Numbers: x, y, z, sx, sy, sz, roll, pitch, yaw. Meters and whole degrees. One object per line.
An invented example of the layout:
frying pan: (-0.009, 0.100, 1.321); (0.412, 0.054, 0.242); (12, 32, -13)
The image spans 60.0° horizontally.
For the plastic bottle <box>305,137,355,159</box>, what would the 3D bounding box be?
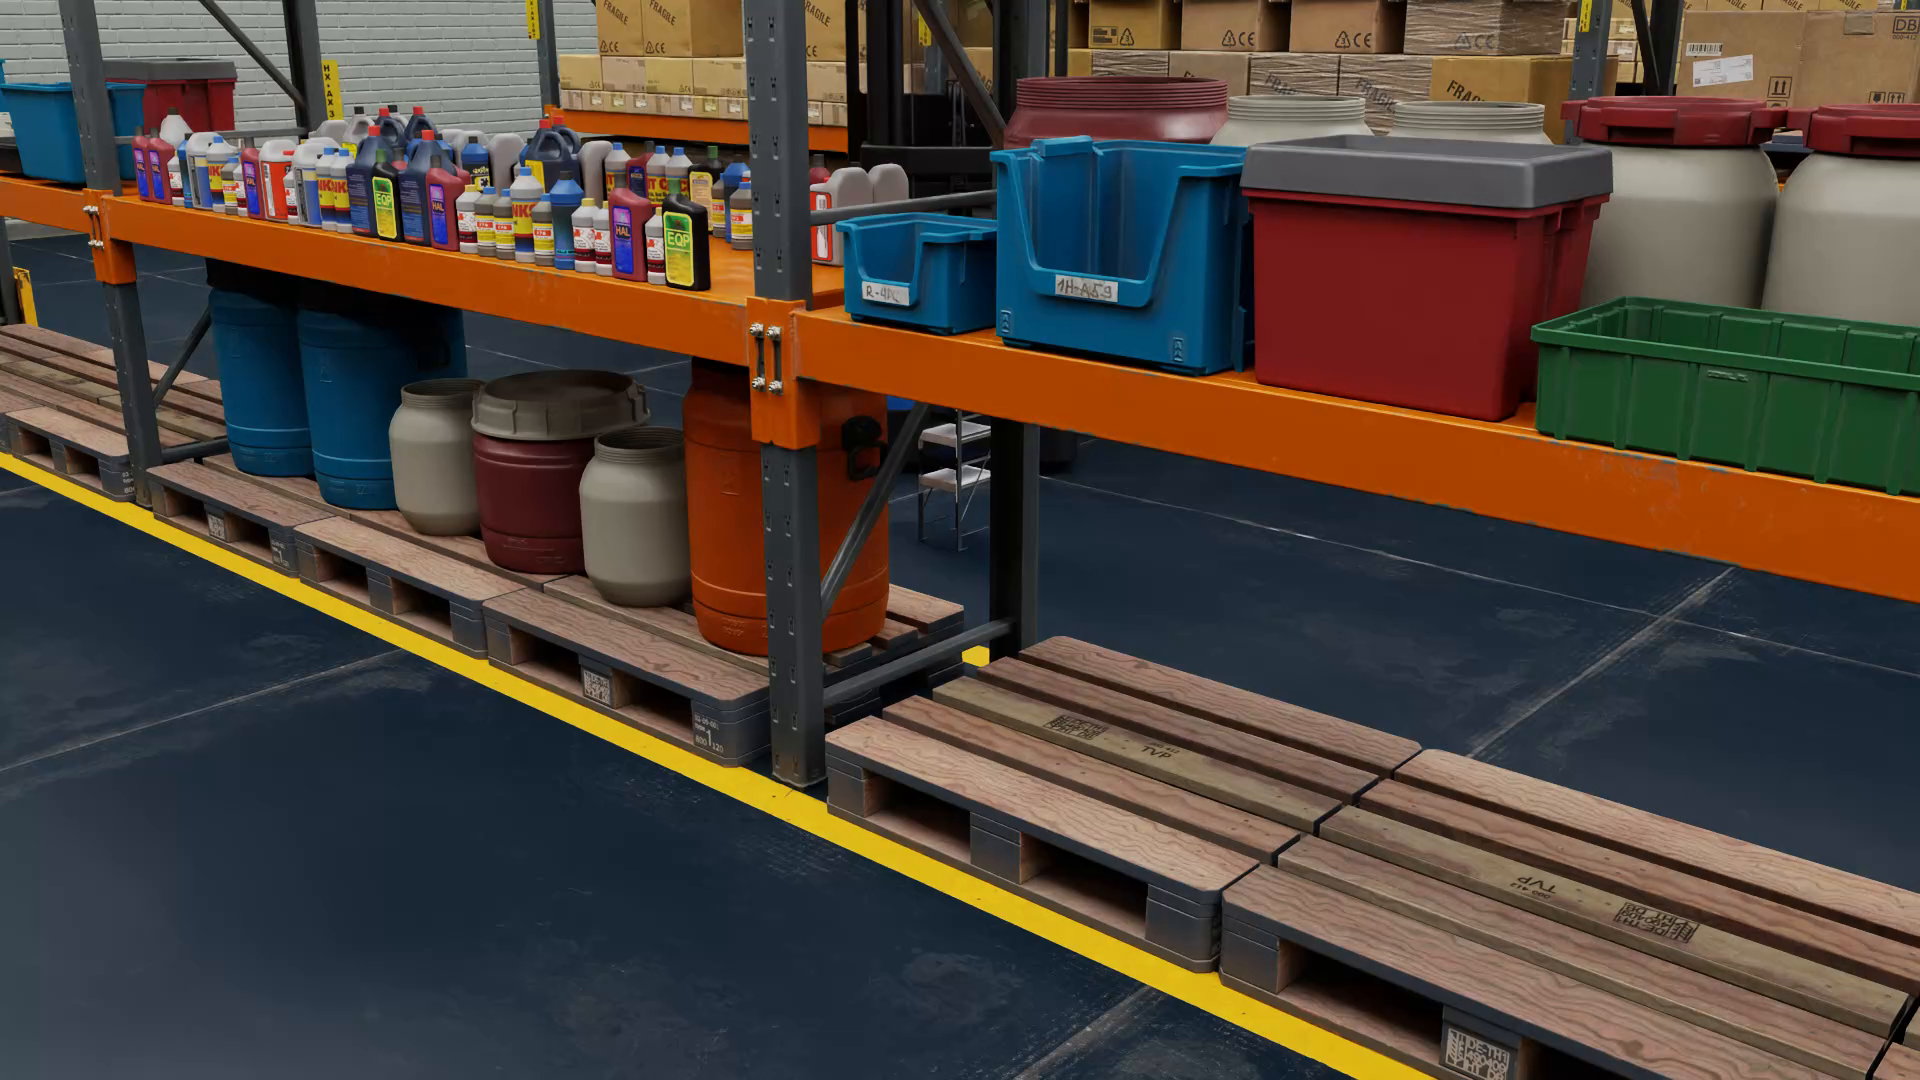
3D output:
plastic bottle: (-2.242, -1.290, 5.921); (0.135, 0.276, 0.152); (15, 23, 39)

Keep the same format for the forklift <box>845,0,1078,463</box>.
forklift: (-0.020, -2.133, 8.487); (1.130, 2.935, 3.031); (0, 18, -1)

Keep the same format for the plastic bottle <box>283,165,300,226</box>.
plastic bottle: (-2.275, -1.190, 5.731); (0.097, 0.201, 0.097); (0, 18, 0)

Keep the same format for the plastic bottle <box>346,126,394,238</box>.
plastic bottle: (-1.907, -1.172, 5.428); (0.185, 0.351, 0.144); (15, 23, 39)

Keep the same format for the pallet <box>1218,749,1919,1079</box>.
pallet: (1.325, 0.862, 3.546); (1.213, 0.211, 1.003); (15, 23, 39)

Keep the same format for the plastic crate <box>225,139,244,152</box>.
plastic crate: (-3.382, -1.708, 7.372); (0.243, 0.136, 0.396); (15, 23, 39)

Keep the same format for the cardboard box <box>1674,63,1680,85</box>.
cardboard box: (5.283, -3.327, 11.857); (0.250, 0.149, 0.380); (15, 23, 39)

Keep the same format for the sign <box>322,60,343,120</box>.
sign: (-2.762, -1.935, 7.294); (0.005, 0.325, 0.100); (15, 23, 39)

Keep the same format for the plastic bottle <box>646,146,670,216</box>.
plastic bottle: (-1.006, -1.190, 5.615); (0.097, 0.271, 0.097); (0, 18, 0)

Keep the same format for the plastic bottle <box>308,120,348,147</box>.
plastic bottle: (-2.620, -1.614, 6.944); (0.135, 0.276, 0.152); (15, 23, 39)

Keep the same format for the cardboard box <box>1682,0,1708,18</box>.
cardboard box: (7.274, -5.317, 16.588); (0.500, 0.500, 0.500); (15, 23, 39)

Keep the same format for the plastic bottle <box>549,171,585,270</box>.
plastic bottle: (-1.115, -0.912, 4.740); (0.097, 0.271, 0.097); (0, 18, 0)

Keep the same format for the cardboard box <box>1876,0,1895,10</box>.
cardboard box: (8.779, -4.909, 15.303); (0.500, 0.500, 0.500); (16, 23, 40)

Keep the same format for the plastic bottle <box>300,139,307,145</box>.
plastic bottle: (-2.689, -1.547, 6.855); (0.097, 0.201, 0.097); (0, 18, 0)

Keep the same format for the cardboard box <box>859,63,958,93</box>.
cardboard box: (-0.346, -2.899, 10.545); (0.500, 0.250, 0.500); (14, 23, 38)

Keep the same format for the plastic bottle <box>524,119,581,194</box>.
plastic bottle: (-1.401, -1.263, 5.713); (0.185, 0.351, 0.144); (15, 23, 39)

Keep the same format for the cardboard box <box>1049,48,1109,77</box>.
cardboard box: (0.713, -2.598, 9.674); (0.500, 0.500, 0.500); (15, 23, 39)

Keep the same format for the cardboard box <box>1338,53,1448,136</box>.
cardboard box: (2.248, -2.189, 8.385); (0.500, 0.500, 0.500); (15, 23, 39)

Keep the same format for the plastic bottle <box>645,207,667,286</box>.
plastic bottle: (-0.797, -0.793, 4.482); (0.097, 0.201, 0.097); (0, 18, 0)

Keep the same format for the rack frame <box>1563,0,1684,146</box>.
rack frame: (3.150, -1.997, 7.945); (0.127, 3.000, 1.000); (15, 23, 39)

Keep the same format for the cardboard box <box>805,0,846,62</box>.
cardboard box: (-0.735, -3.361, 10.760); (0.500, 0.500, 0.500); (15, 23, 40)

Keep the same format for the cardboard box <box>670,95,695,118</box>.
cardboard box: (-1.823, -3.080, 11.772); (0.250, 0.149, 0.380); (15, 23, 39)

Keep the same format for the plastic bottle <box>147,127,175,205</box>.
plastic bottle: (-3.038, -1.427, 6.342); (0.133, 0.283, 0.061); (15, 23, 39)

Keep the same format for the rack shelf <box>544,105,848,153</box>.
rack shelf: (-1.337, -2.859, 11.850); (4.000, 0.370, 1.077); (15, 23, 39)

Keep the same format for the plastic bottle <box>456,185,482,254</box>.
plastic bottle: (-1.479, -0.977, 5.059); (0.097, 0.201, 0.097); (0, 18, 0)

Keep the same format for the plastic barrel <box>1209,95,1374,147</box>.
plastic barrel: (0.774, -0.771, 3.898); (0.421, 0.512, 0.421); (0, 18, 0)

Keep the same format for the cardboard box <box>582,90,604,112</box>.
cardboard box: (-2.594, -3.286, 12.423); (0.250, 0.149, 0.380); (15, 23, 38)

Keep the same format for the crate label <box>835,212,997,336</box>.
crate label: (-0.071, -0.627, 3.905); (0.416, 0.233, 0.303); (15, 23, 39)

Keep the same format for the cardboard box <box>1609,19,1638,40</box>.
cardboard box: (4.882, -3.717, 12.104); (0.250, 0.149, 0.380); (17, 24, 42)

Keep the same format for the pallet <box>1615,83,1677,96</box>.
pallet: (5.010, -3.395, 12.669); (1.213, 0.211, 1.003); (15, 23, 39)

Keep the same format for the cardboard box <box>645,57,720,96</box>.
cardboard box: (-1.887, -3.311, 11.843); (0.500, 0.250, 0.500); (14, 22, 37)

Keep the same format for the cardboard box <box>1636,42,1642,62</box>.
cardboard box: (5.076, -3.523, 11.984); (0.250, 0.149, 0.380); (15, 23, 39)

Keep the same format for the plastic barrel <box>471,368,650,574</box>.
plastic barrel: (-1.359, -0.248, 5.727); (0.708, 0.588, 0.600); (15, 23, 39)

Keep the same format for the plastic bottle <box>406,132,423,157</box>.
plastic bottle: (-2.038, -1.405, 6.294); (0.097, 0.271, 0.097); (0, 18, 0)

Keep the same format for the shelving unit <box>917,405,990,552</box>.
shelving unit: (-0.006, -0.431, 6.481); (0.210, 0.900, 0.258); (15, 23, 39)

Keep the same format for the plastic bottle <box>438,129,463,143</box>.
plastic bottle: (-1.969, -1.440, 6.394); (0.135, 0.276, 0.152); (15, 23, 39)

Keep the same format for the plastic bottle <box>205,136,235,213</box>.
plastic bottle: (-2.693, -1.336, 6.075); (0.097, 0.271, 0.097); (0, 18, 0)

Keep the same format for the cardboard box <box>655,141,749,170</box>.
cardboard box: (-1.621, -2.497, 12.340); (0.875, 0.875, 0.875); (15, 23, 39)

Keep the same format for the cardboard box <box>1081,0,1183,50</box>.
cardboard box: (1.147, -3.059, 9.468); (0.637, 0.503, 0.797); (15, 23, 40)

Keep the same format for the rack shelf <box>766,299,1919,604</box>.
rack shelf: (1.359, -0.132, 3.257); (4.000, 0.370, 1.077); (15, 23, 39)

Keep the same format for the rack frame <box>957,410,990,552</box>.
rack frame: (0.070, -0.410, 6.416); (0.006, 0.900, 0.240); (15, 23, 39)

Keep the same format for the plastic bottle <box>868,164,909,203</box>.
plastic bottle: (-0.246, -0.977, 4.937); (0.135, 0.276, 0.152); (15, 23, 39)

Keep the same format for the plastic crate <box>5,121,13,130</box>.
plastic crate: (-4.725, -2.096, 8.593); (0.250, 0.136, 0.298); (15, 23, 39)

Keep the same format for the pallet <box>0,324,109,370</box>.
pallet: (-5.530, -0.979, 9.348); (1.213, 0.211, 1.003); (15, 23, 39)

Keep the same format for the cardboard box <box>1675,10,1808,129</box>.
cardboard box: (3.581, -2.145, 7.553); (0.500, 0.500, 0.500); (12, 21, 33)

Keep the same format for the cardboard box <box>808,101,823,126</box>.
cardboard box: (-0.864, -2.822, 10.961); (0.250, 0.149, 0.380); (16, 23, 40)

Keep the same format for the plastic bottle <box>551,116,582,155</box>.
plastic bottle: (-1.400, -1.324, 5.907); (0.185, 0.351, 0.144); (15, 23, 39)
